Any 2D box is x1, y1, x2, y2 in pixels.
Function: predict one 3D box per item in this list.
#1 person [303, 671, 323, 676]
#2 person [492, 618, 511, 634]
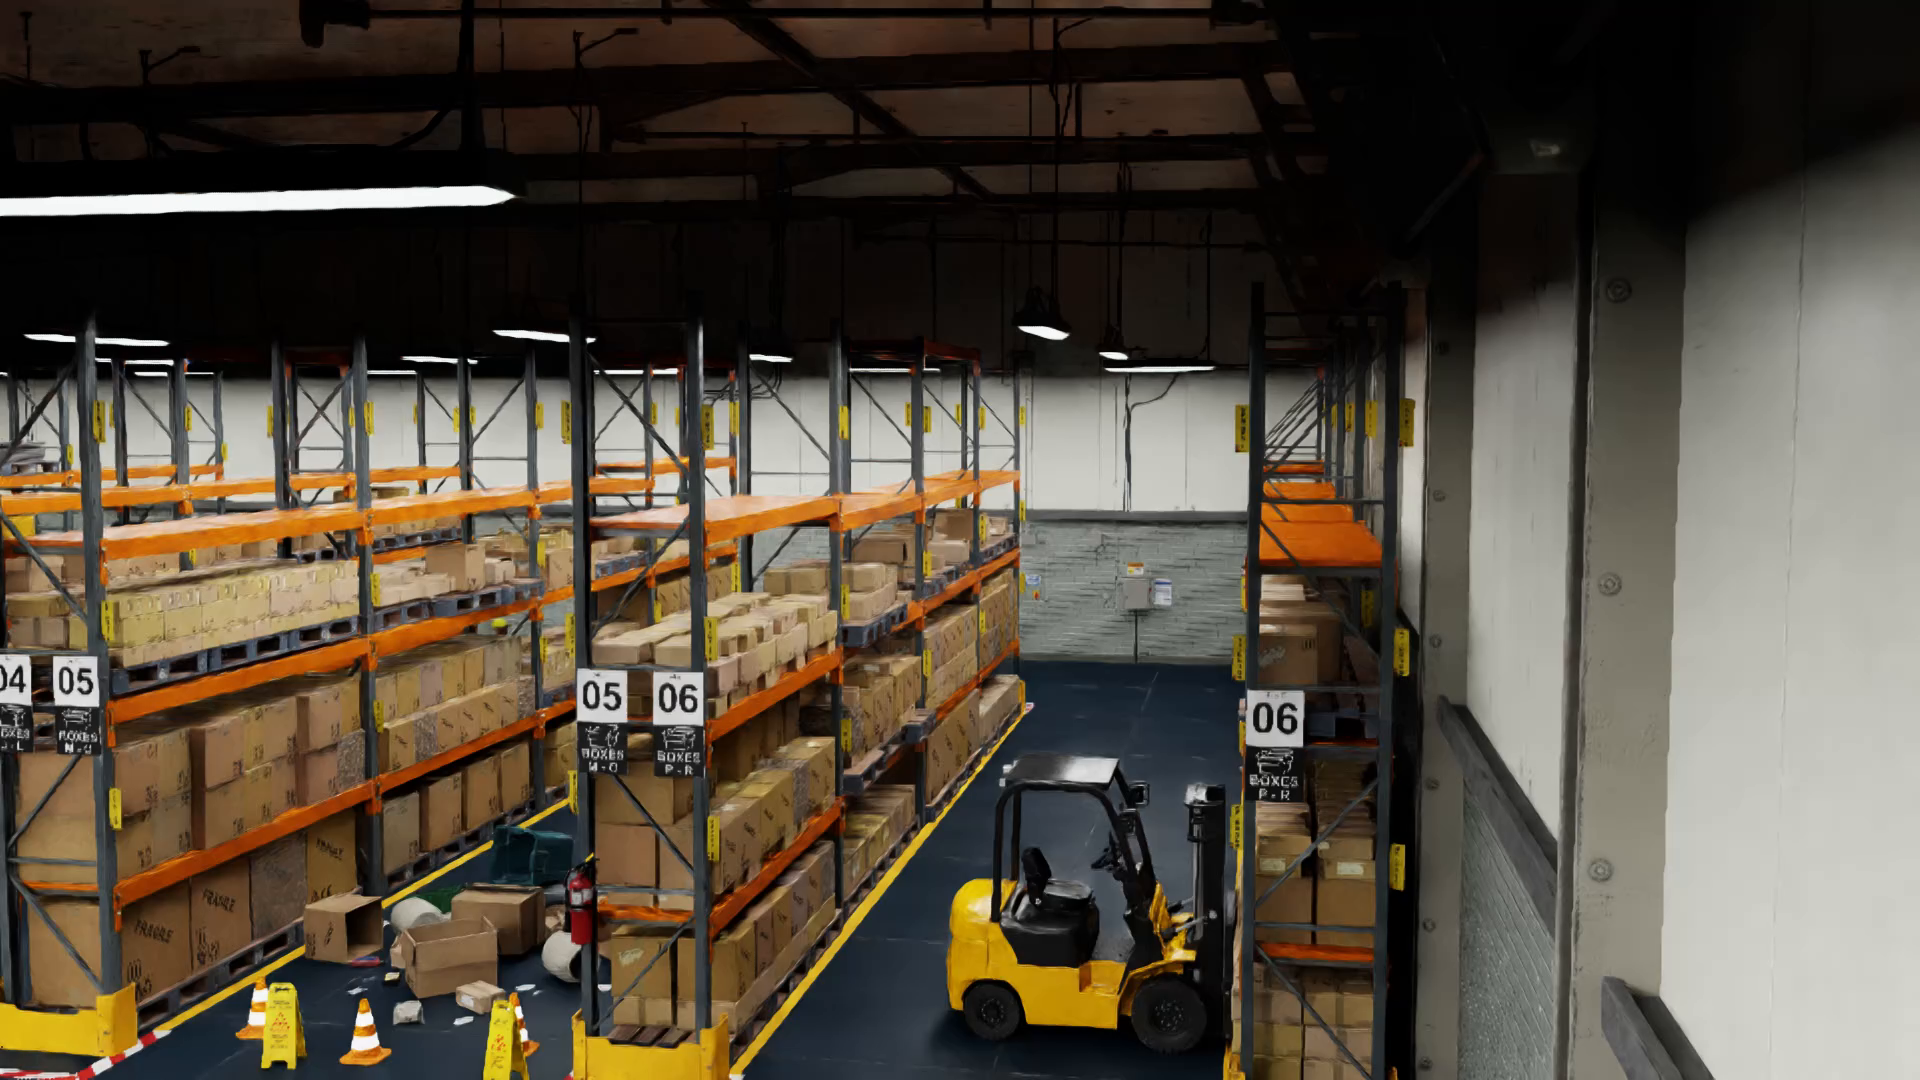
[{"bbox_3d":[-8.503,2.550,22.128,0.669,1.685,0.819,1,5,15],"label":"person"},{"bbox_3d":[-7.298,2.128,26.551,0.464,1.772,0.645,-1,5,-11],"label":"person"}]
